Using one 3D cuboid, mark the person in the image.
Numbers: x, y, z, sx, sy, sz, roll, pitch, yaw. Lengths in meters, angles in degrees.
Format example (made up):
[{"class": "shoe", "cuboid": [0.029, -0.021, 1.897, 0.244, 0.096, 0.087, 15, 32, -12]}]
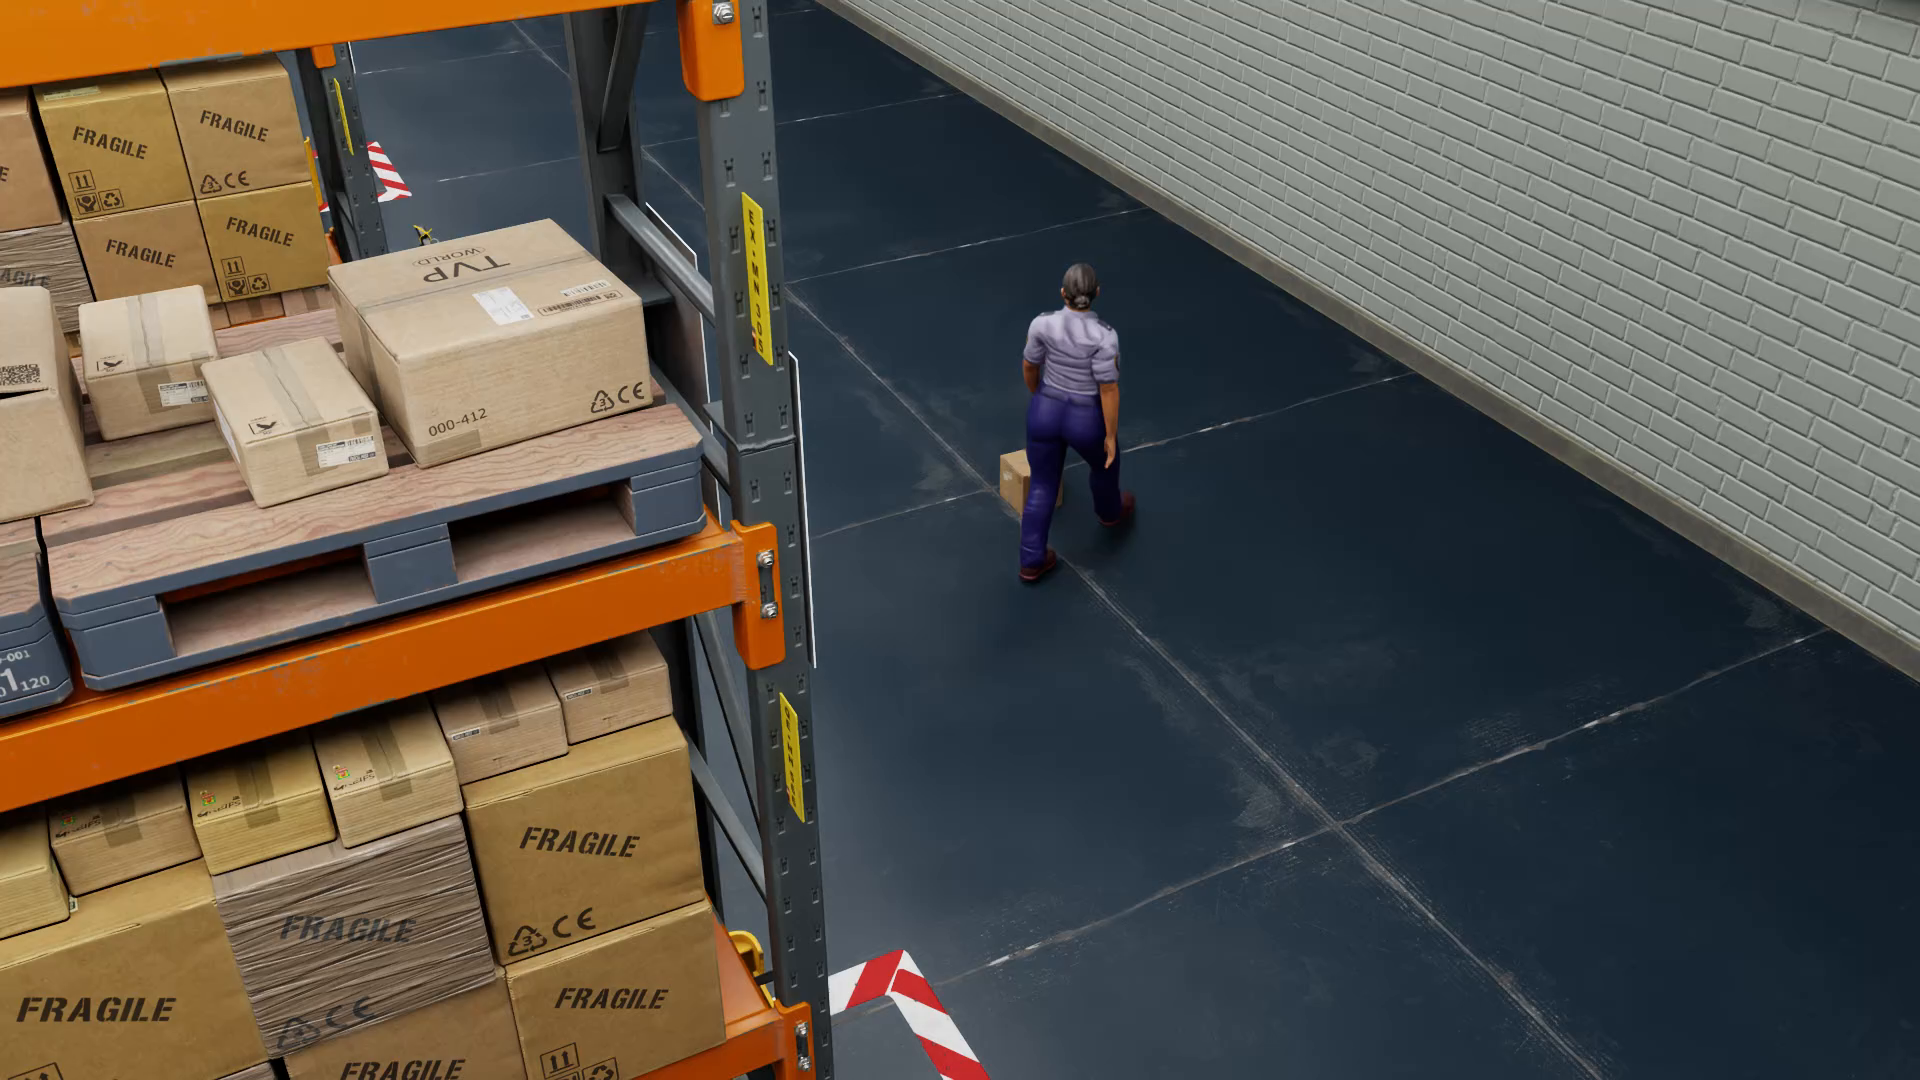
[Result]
[{"class": "person", "cuboid": [0.580, -0.656, 8.162, 0.518, 1.594, 0.894, 11, 35, 16]}]
